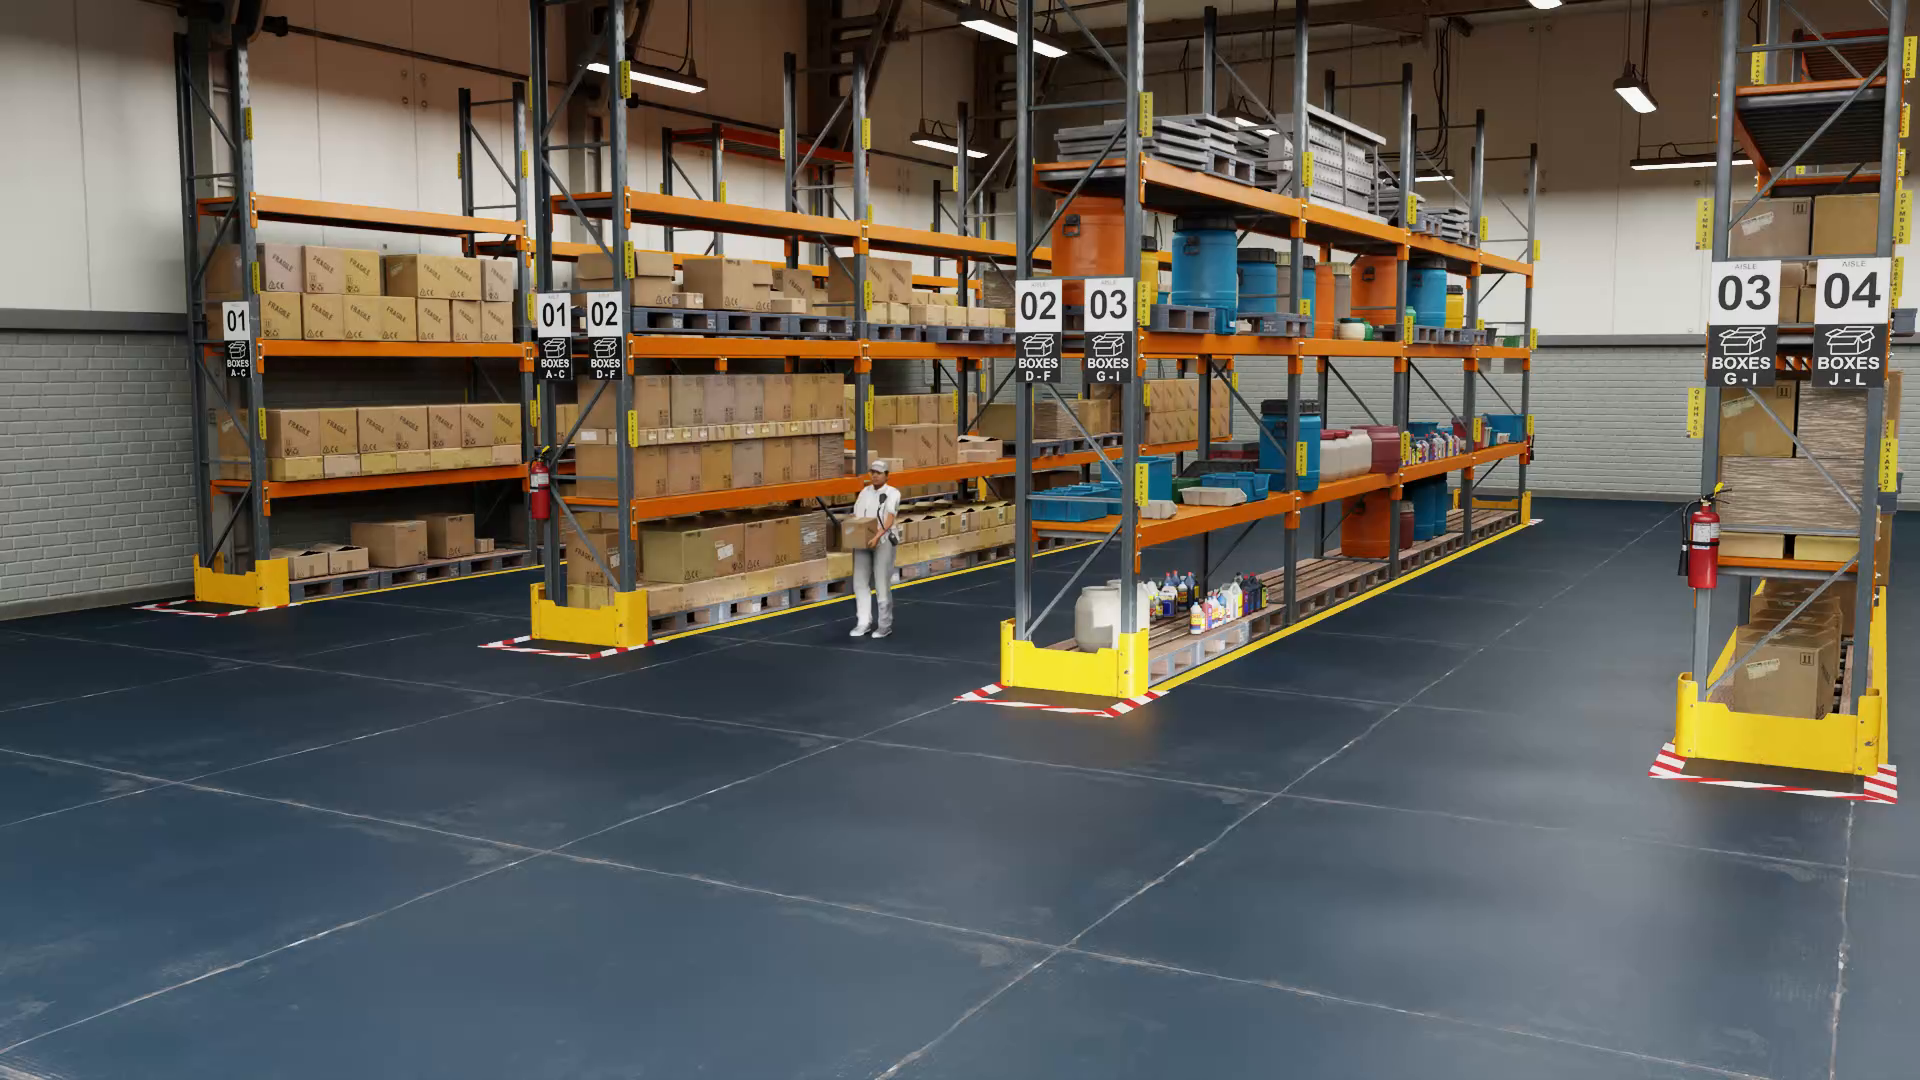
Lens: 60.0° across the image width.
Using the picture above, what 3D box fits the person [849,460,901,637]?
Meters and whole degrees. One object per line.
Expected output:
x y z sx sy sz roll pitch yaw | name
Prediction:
-0.830 0.078 15.678 0.453 1.655 0.541 3 7 29 | person
